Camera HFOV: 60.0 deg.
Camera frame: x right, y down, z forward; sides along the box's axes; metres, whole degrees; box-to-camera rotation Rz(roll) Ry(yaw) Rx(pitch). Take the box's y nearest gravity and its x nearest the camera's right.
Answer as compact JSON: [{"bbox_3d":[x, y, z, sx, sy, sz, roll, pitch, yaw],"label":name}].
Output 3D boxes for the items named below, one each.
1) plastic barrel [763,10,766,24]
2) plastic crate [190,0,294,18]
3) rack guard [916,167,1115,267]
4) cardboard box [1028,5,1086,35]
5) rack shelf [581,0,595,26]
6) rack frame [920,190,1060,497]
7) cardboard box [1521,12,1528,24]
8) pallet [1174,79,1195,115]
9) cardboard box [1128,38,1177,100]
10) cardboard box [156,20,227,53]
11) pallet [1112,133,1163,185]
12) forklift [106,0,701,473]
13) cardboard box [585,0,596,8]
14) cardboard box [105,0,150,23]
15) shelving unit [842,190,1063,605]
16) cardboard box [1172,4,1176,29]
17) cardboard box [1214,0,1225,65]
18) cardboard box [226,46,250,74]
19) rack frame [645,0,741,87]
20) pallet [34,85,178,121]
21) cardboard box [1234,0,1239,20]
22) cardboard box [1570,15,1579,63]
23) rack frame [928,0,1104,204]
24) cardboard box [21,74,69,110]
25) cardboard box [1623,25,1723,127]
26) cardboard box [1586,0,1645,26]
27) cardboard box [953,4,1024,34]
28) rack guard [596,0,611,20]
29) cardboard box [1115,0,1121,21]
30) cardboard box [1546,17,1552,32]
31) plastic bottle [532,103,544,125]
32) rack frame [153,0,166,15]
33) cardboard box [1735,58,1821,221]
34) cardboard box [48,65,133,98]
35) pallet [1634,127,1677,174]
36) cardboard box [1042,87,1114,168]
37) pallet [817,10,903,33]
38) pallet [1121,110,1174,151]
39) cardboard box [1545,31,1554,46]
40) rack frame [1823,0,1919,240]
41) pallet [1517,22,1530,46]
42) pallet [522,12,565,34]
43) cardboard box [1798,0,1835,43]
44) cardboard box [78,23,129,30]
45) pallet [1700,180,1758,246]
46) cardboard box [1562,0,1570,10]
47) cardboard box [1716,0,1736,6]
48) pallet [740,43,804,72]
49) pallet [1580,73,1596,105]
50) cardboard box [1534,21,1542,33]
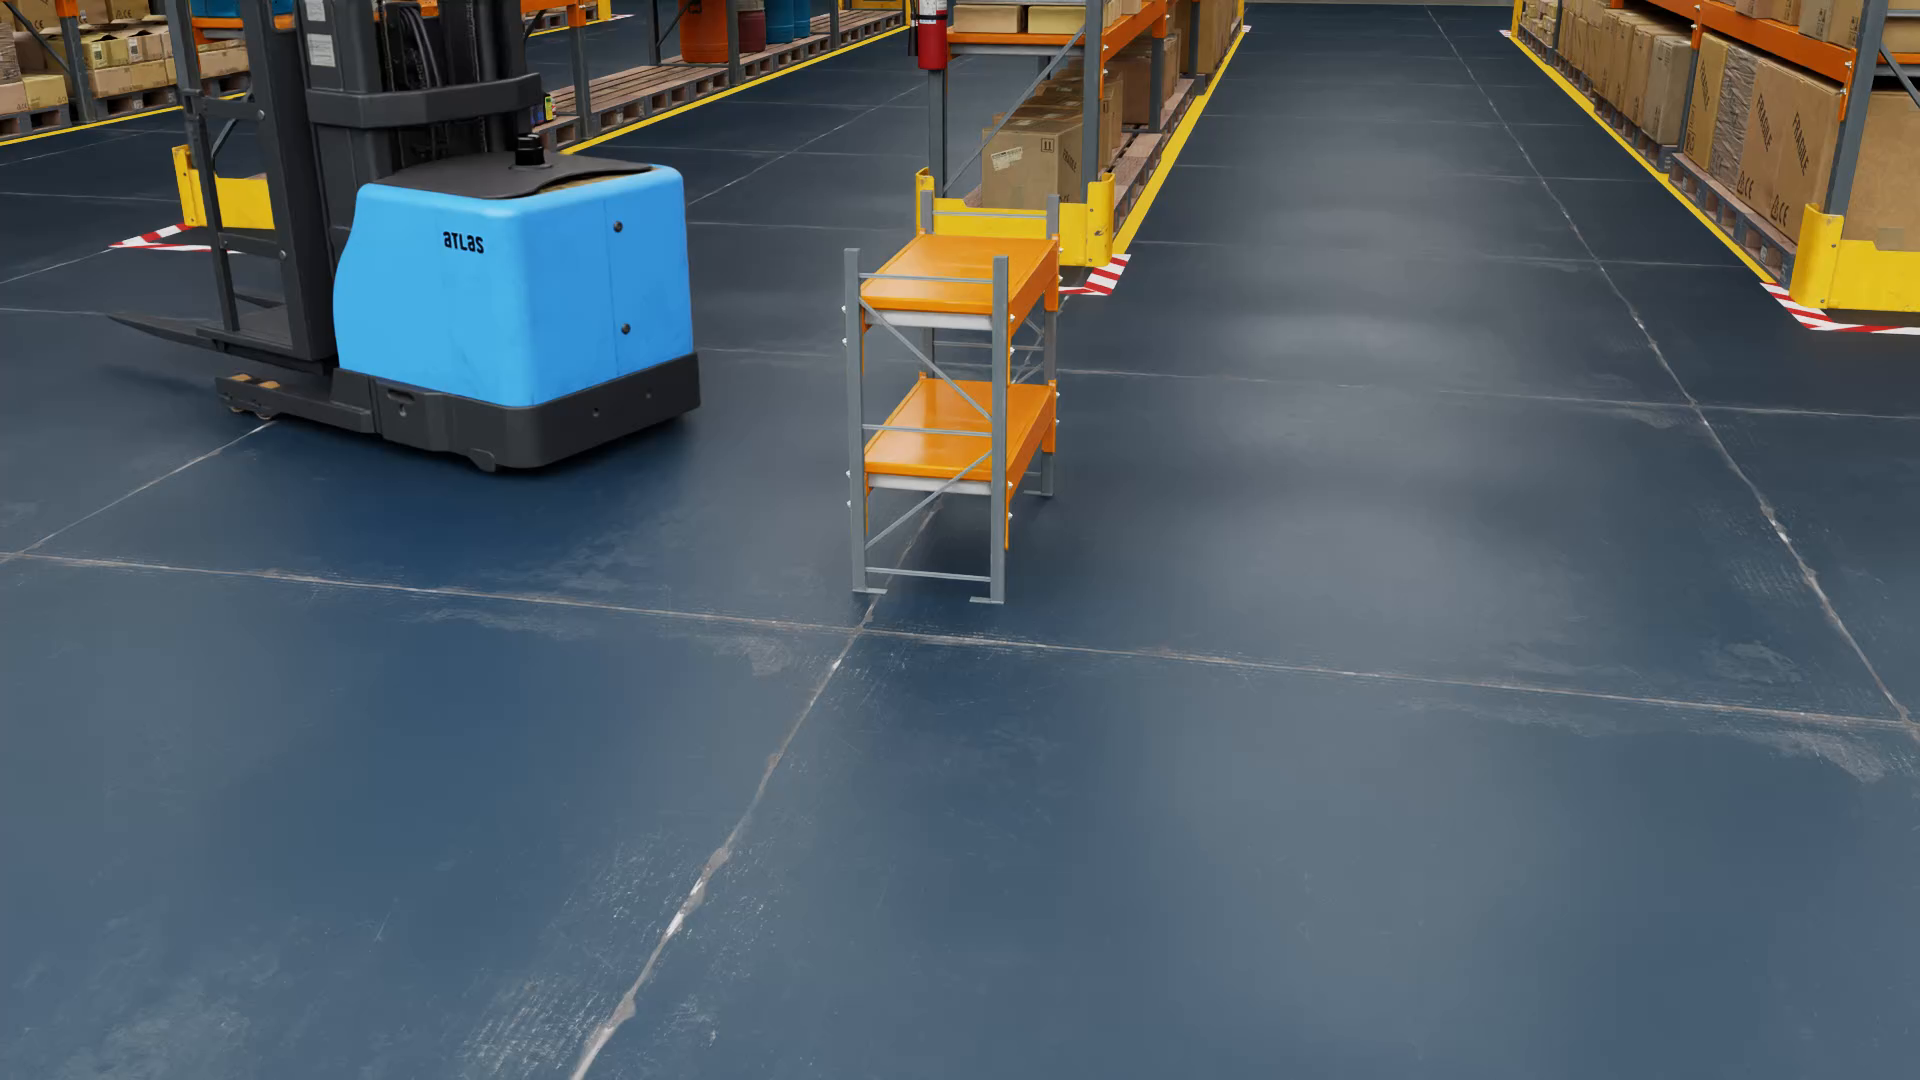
[{"bbox_3d":[-2.560,-6.238,20.095,0.421,0.512,0.421,0,22,0],"label":"plastic barrel"},{"bbox_3d":[-4.724,-3.602,10.980,0.499,0.251,0.616,4,22,11],"label":"plastic crate"},{"bbox_3d":[0.331,-1.956,10.040,1.175,0.500,0.348,4,22,11],"label":"rack guard"},{"bbox_3d":[0.607,-3.057,9.765,0.380,0.149,0.250,4,22,11],"label":"cardboard box"},{"bbox_3d":[-3.309,-5.325,16.024,1.077,0.370,4.000,4,22,11],"label":"rack shelf"},{"bbox_3d":[0.105,-0.710,6.111,0.500,1.125,0.032,4,22,11],"label":"rack frame"},{"bbox_3d":[7.995,-7.229,23.042,0.380,0.149,0.250,5,22,12],"label":"cardboard box"},{"bbox_3d":[1.787,-4.434,16.580,1.003,0.211,1.213,4,22,11],"label":"pallet"},{"bbox_3d":[1.621,-4.399,15.519,0.700,0.500,0.500,6,23,15],"label":"cardboard box"},{"bbox_3d":[-7.925,-5.181,17.070,0.500,0.311,0.500,5,22,12],"label":"cardboard box"},{"bbox_3d":[1.029,-3.008,13.041,1.003,0.211,1.213,4,22,11],"label":"pallet"},{"bbox_3d":[-2.620,-2.022,6.951,3.031,2.935,1.130,14,26,30],"label":"forklift"},{"bbox_3d":[-5.987,-8.522,25.756,0.500,0.500,0.500,4,22,11],"label":"cardboard box"},{"bbox_3d":[-11.789,-7.559,22.922,0.750,0.750,0.750,5,22,12],"label":"cardboard box"},{"bbox_3d":[0.001,-0.524,5.650,0.538,1.125,1.048,4,22,11],"label":"shelving unit"},{"bbox_3d":[1.841,-5.158,16.399,0.500,0.250,0.500,5,23,13],"label":"cardboard box"},{"bbox_3d":[2.299,-5.798,18.518,1.225,0.875,0.875,5,22,11],"label":"cardboard box"},{"bbox_3d":[-7.825,-5.105,17.633,0.500,0.250,0.500,5,22,12],"label":"cardboard box"},{"bbox_3d":[-2.901,-6.391,17.706,1.000,3.000,0.127,4,22,11],"label":"rack frame"},{"bbox_3d":[-8.453,-4.286,16.212,1.003,0.211,1.213,4,22,11],"label":"pallet"},{"bbox_3d":[3.528,-7.908,23.755,0.875,0.875,0.875,4,22,11],"label":"cardboard box"},{"bbox_3d":[6.989,-5.460,18.179,0.500,0.500,0.500,5,22,12],"label":"cardboard box"},{"bbox_3d":[0.316,-3.087,9.504,1.000,3.000,0.127,4,22,11],"label":"rack frame"},{"bbox_3d":[-8.446,-4.040,14.987,0.500,0.250,0.500,4,22,11],"label":"cardboard box"},{"bbox_3d":[6.206,-3.873,13.903,1.050,0.750,0.750,4,22,11],"label":"cardboard box"},{"bbox_3d":[6.758,-5.437,17.118,0.500,0.250,0.500,5,22,12],"label":"cardboard box"},{"bbox_3d":[0.172,-3.091,9.849,0.380,0.149,0.250,4,22,11],"label":"cardboard box"},{"bbox_3d":[-6.132,-8.508,26.310,1.175,0.500,0.348,4,22,11],"label":"rack guard"},{"bbox_3d":[0.831,-3.421,10.669,0.380,0.149,0.250,4,22,11],"label":"cardboard box"},{"bbox_3d":[7.395,-6.311,20.363,0.380,0.149,0.250,3,22,8],"label":"cardboard box"},{"bbox_3d":[-3.566,-3.645,13.847,0.144,0.351,0.185,4,22,9],"label":"plastic bottle"},{"bbox_3d":[-11.783,-8.609,23.214,1.000,3.000,0.127,4,22,11],"label":"rack frame"},{"bbox_3d":[5.402,-2.456,10.220,0.875,0.875,0.875,4,22,10],"label":"cardboard box"},{"bbox_3d":[-8.241,-4.355,15.769,0.500,0.250,0.500,4,22,10],"label":"cardboard box"},{"bbox_3d":[6.050,-3.130,13.342,1.003,0.211,1.213,4,22,11],"label":"pallet"},{"bbox_3d":[0.852,-2.999,12.069,0.500,0.500,0.500,2,22,6],"label":"cardboard box"},{"bbox_3d":[-1.475,-7.724,24.750,1.003,0.211,1.213,4,22,11],"label":"pallet"},{"bbox_3d":[1.289,-3.541,14.364,1.003,0.211,1.213,4,22,11],"label":"pallet"},{"bbox_3d":[7.346,-6.103,20.245,0.380,0.149,0.250,5,22,12],"label":"cardboard box"},{"bbox_3d":[5.151,-2.672,8.473,1.000,3.000,0.127,4,22,11],"label":"rack frame"},{"bbox_3d":[8.199,-6.908,22.724,1.003,0.211,1.213,4,22,11],"label":"pallet"},{"bbox_3d":[-6.545,-7.637,24.535,1.003,0.211,1.213,4,22,11],"label":"pallet"},{"bbox_3d":[5.273,-3.084,9.294,0.875,0.550,0.550,4,22,11],"label":"cardboard box"},{"bbox_3d":[-8.559,-5.029,16.694,0.500,0.311,0.500,4,22,11],"label":"cardboard box"},{"bbox_3d":[5.488,-2.122,10.840,1.003,0.211,1.213,4,22,11],"label":"pallet"},{"bbox_3d":[7.190,-6.194,18.998,0.500,0.250,0.500,3,22,9],"label":"cardboard box"},{"bbox_3d":[5.903,-4.069,11.740,0.875,0.550,0.550,4,22,11],"label":"cardboard box"},{"bbox_3d":[-2.530,-5.833,20.055,1.003,0.211,1.213,4,22,11],"label":"pallet"},{"bbox_3d":[6.944,-4.590,16.968,1.003,0.211,1.213,4,22,11],"label":"pallet"},{"bbox_3d":[7.693,-6.662,21.634,0.380,0.149,0.250,4,22,11],"label":"cardboard box"}]
